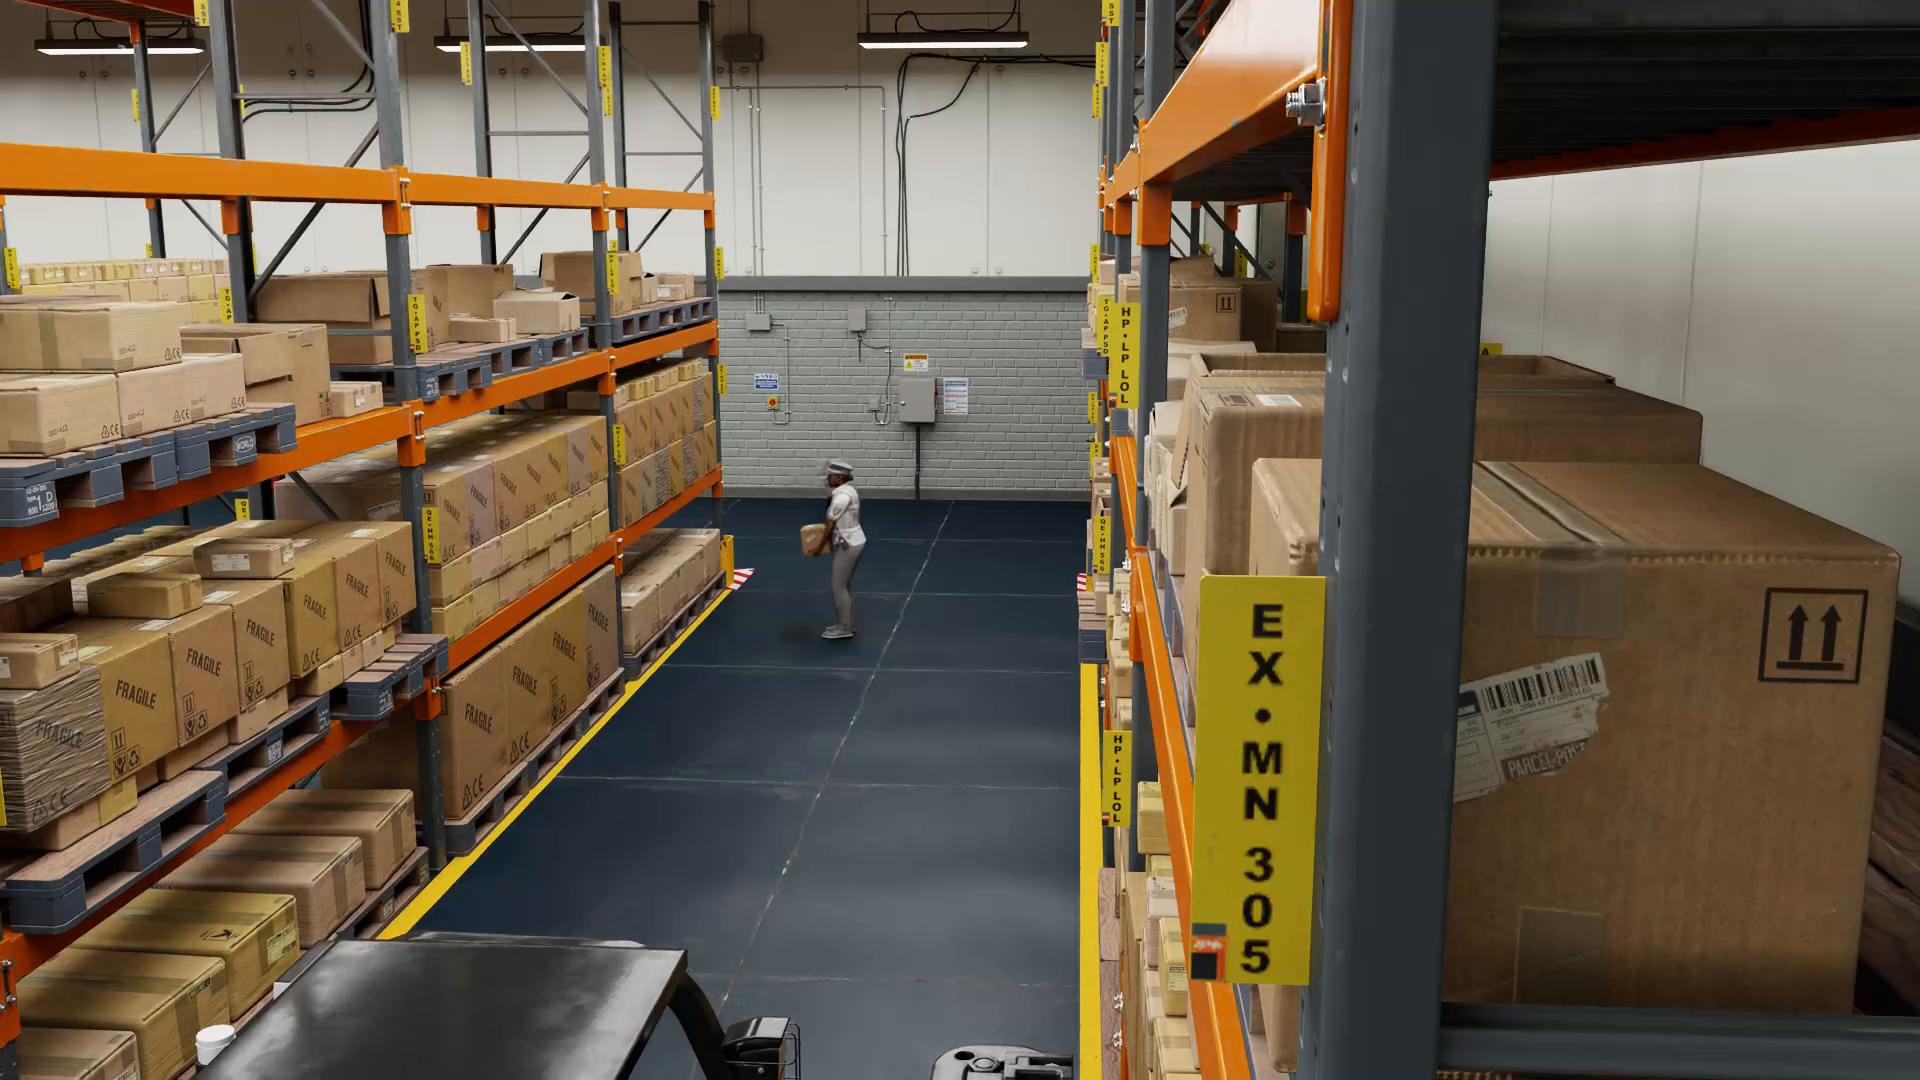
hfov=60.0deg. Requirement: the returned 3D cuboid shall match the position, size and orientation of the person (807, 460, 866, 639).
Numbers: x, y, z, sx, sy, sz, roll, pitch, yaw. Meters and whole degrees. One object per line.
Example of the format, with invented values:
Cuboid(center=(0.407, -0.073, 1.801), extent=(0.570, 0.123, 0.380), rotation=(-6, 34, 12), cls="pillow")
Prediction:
Cuboid(center=(-1.144, 0.082, 15.497), extent=(0.533, 1.674, 0.416), rotation=(1, 11, 3), cls="person")
